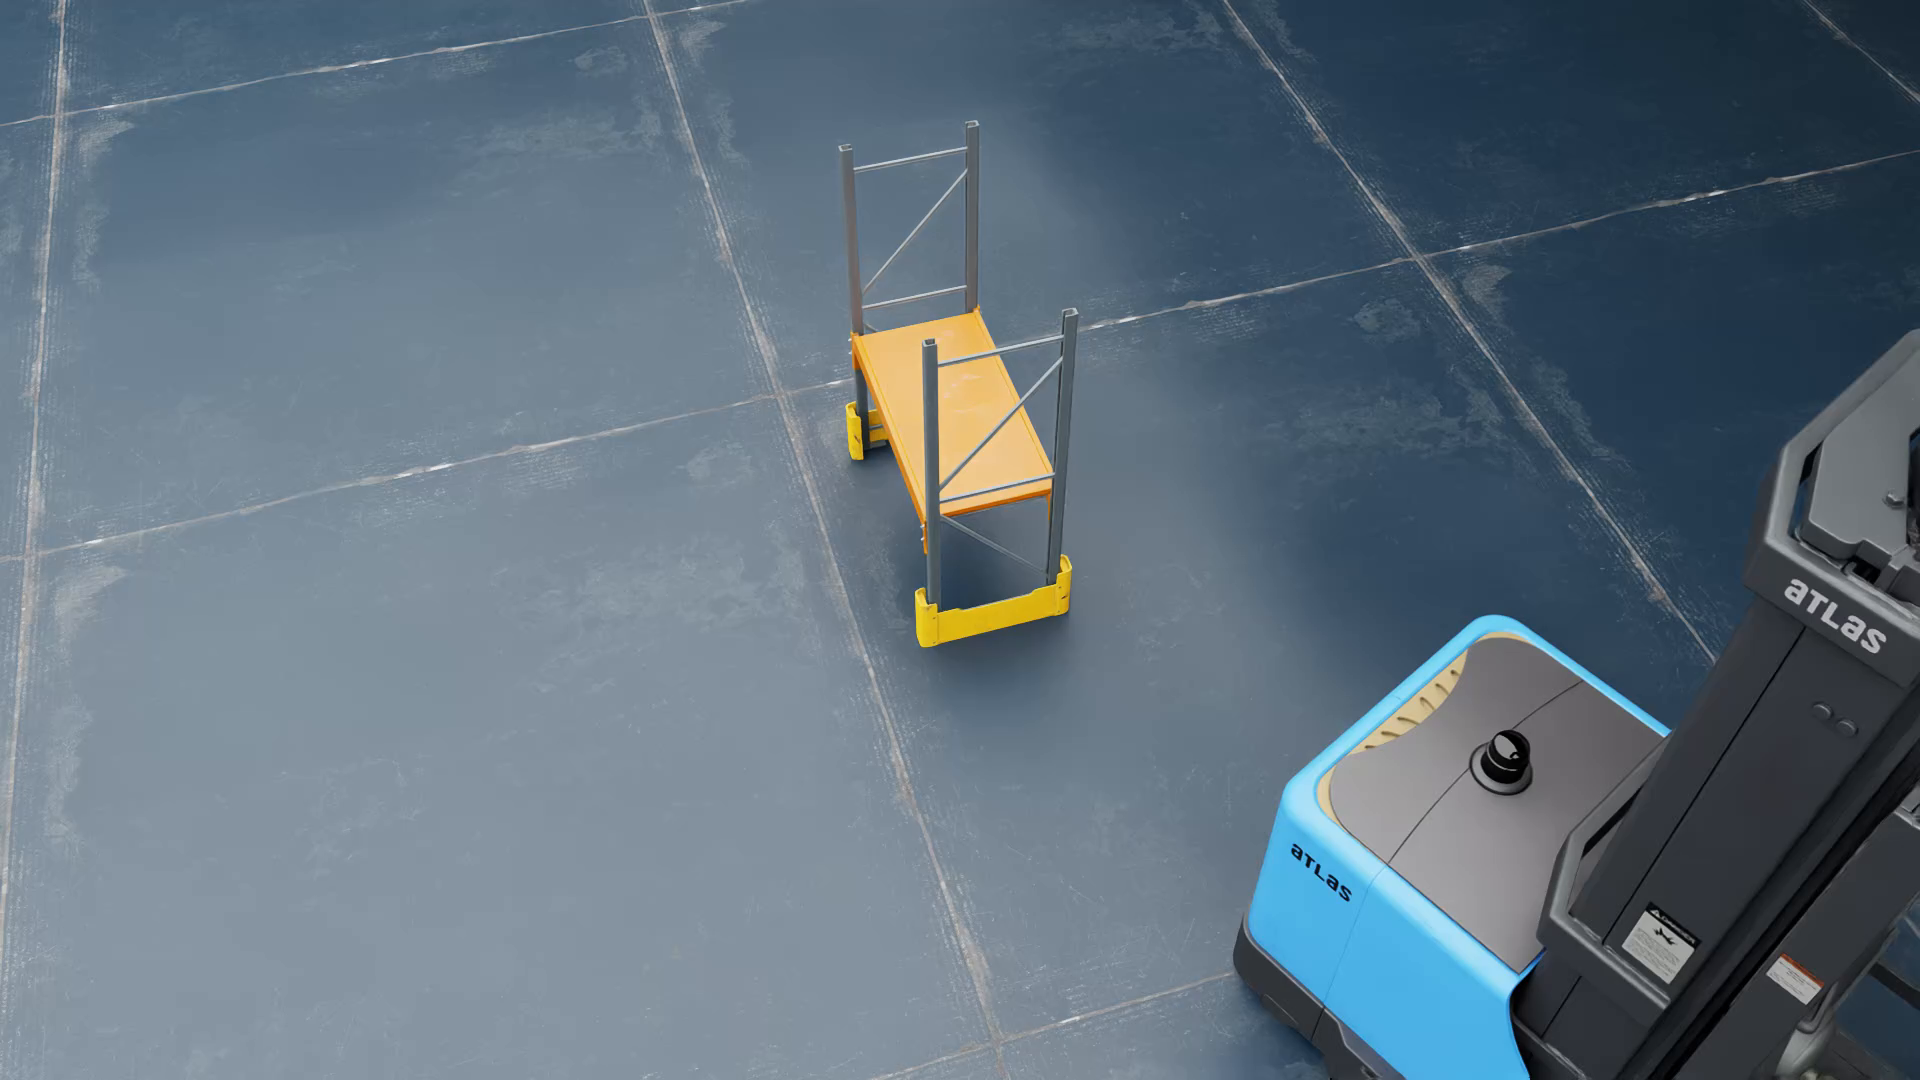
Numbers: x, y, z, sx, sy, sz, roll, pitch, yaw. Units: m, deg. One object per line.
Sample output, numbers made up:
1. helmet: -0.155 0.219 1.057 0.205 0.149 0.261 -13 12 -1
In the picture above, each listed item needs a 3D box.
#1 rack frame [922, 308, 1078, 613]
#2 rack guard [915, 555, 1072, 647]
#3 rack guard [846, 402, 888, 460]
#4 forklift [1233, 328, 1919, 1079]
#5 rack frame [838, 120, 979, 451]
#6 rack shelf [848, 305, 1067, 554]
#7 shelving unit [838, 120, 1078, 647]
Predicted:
1. rack frame: 0.125 -0.174 5.706 0.500 1.500 0.032 -13 51 -11
2. rack guard: 0.125 0.227 6.184 0.587 0.250 0.087 -13 51 -11
3. rack guard: -0.170 -0.500 6.798 0.587 0.250 0.087 -13 51 -11
4. forklift: 2.230 1.031 3.753 1.130 2.935 3.031 -34 58 -25
5. rack frame: -0.176 -0.917 6.332 0.500 1.500 0.032 -13 51 -11
6. rack shelf: -0.025 -0.430 6.156 0.538 0.185 1.000 -13 51 -11
7. shelving unit: -0.023 -0.539 6.013 0.587 1.500 1.083 -13 51 -11
